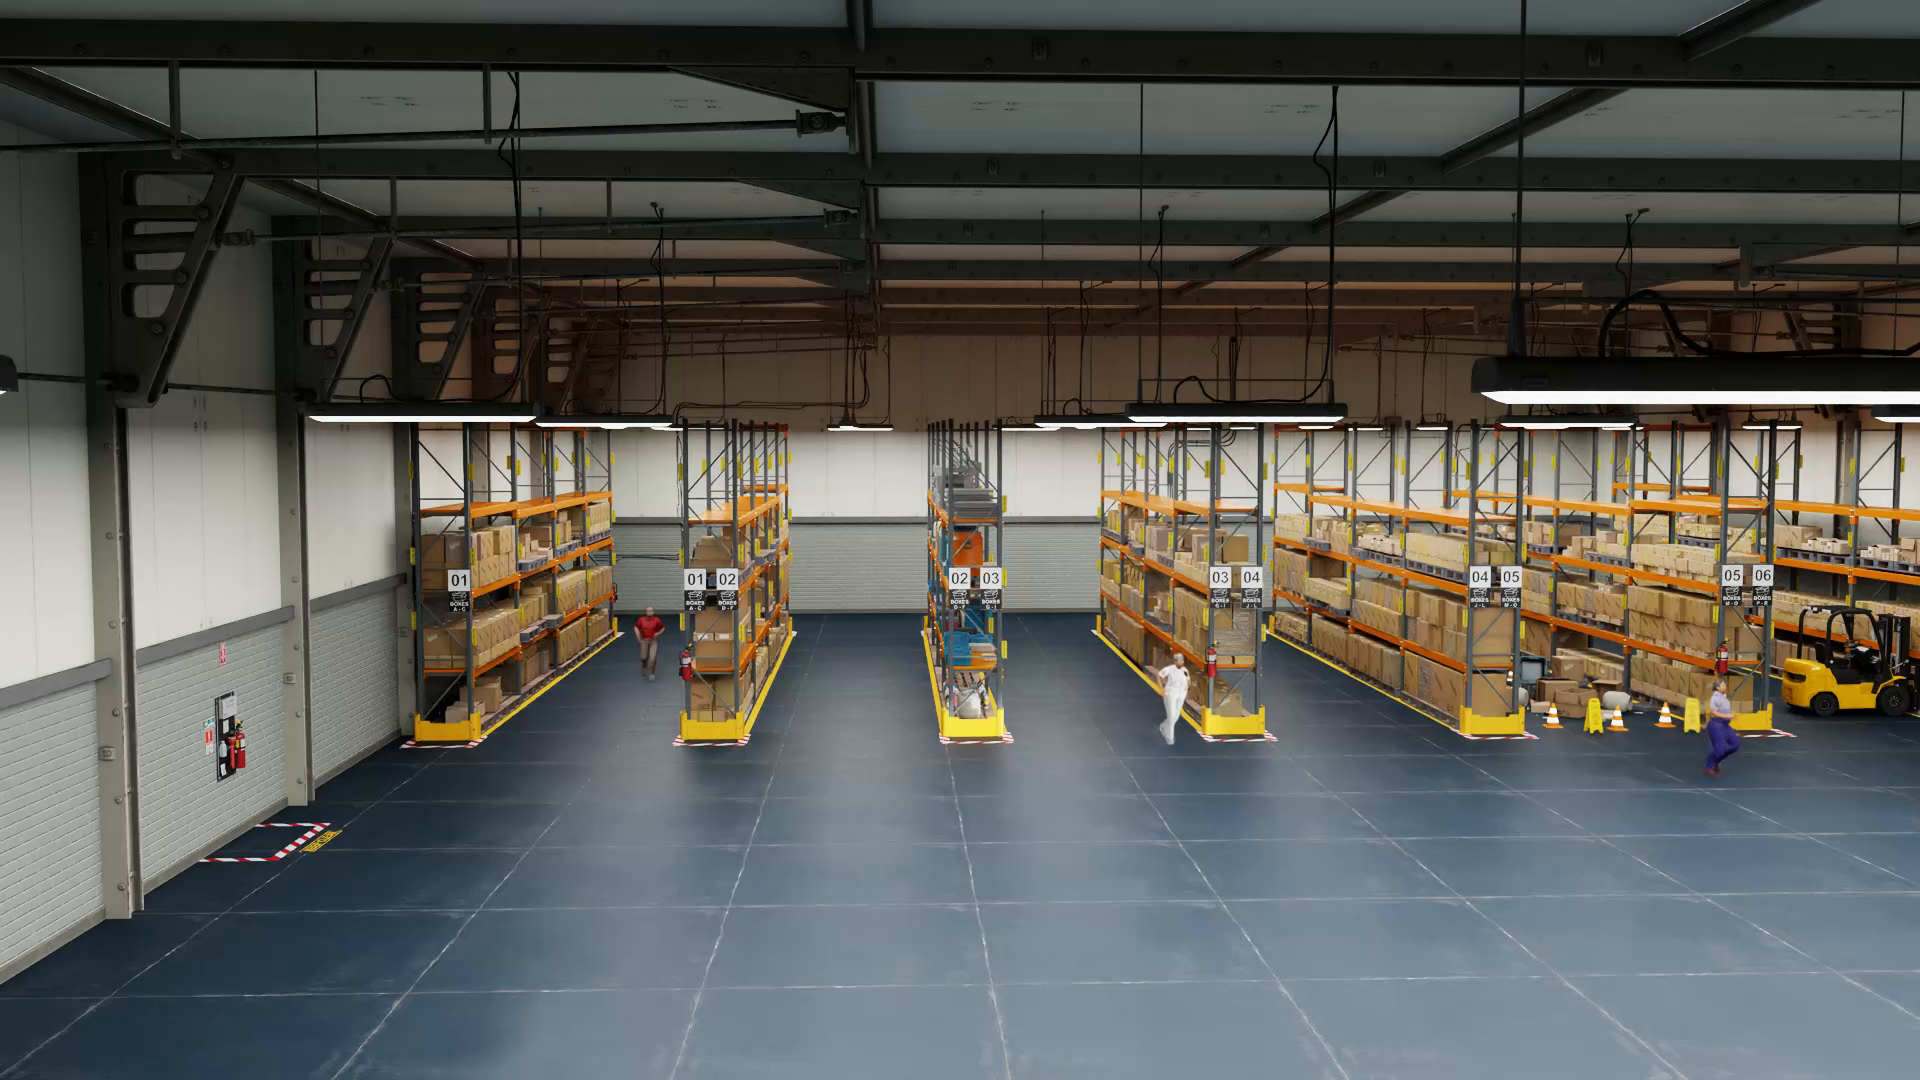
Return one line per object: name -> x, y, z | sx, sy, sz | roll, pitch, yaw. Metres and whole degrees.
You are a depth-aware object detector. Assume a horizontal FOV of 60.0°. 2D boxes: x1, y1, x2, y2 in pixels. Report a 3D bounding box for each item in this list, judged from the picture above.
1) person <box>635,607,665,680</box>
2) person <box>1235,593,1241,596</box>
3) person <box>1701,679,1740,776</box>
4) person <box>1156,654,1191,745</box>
person -> -7.206, 2.402, 38.614 | 0.710, 1.697, 0.563 | 0, 4, -7
person -> 7.715, 1.912, 46.586 | 0.662, 1.707, 0.673 | 0, 4, 7
person -> 12.696, 3.129, 27.736 | 0.570, 1.617, 0.661 | 3, 5, 40
person -> 3.981, 2.958, 30.927 | 0.649, 1.720, 0.758 | -2, 4, -24
